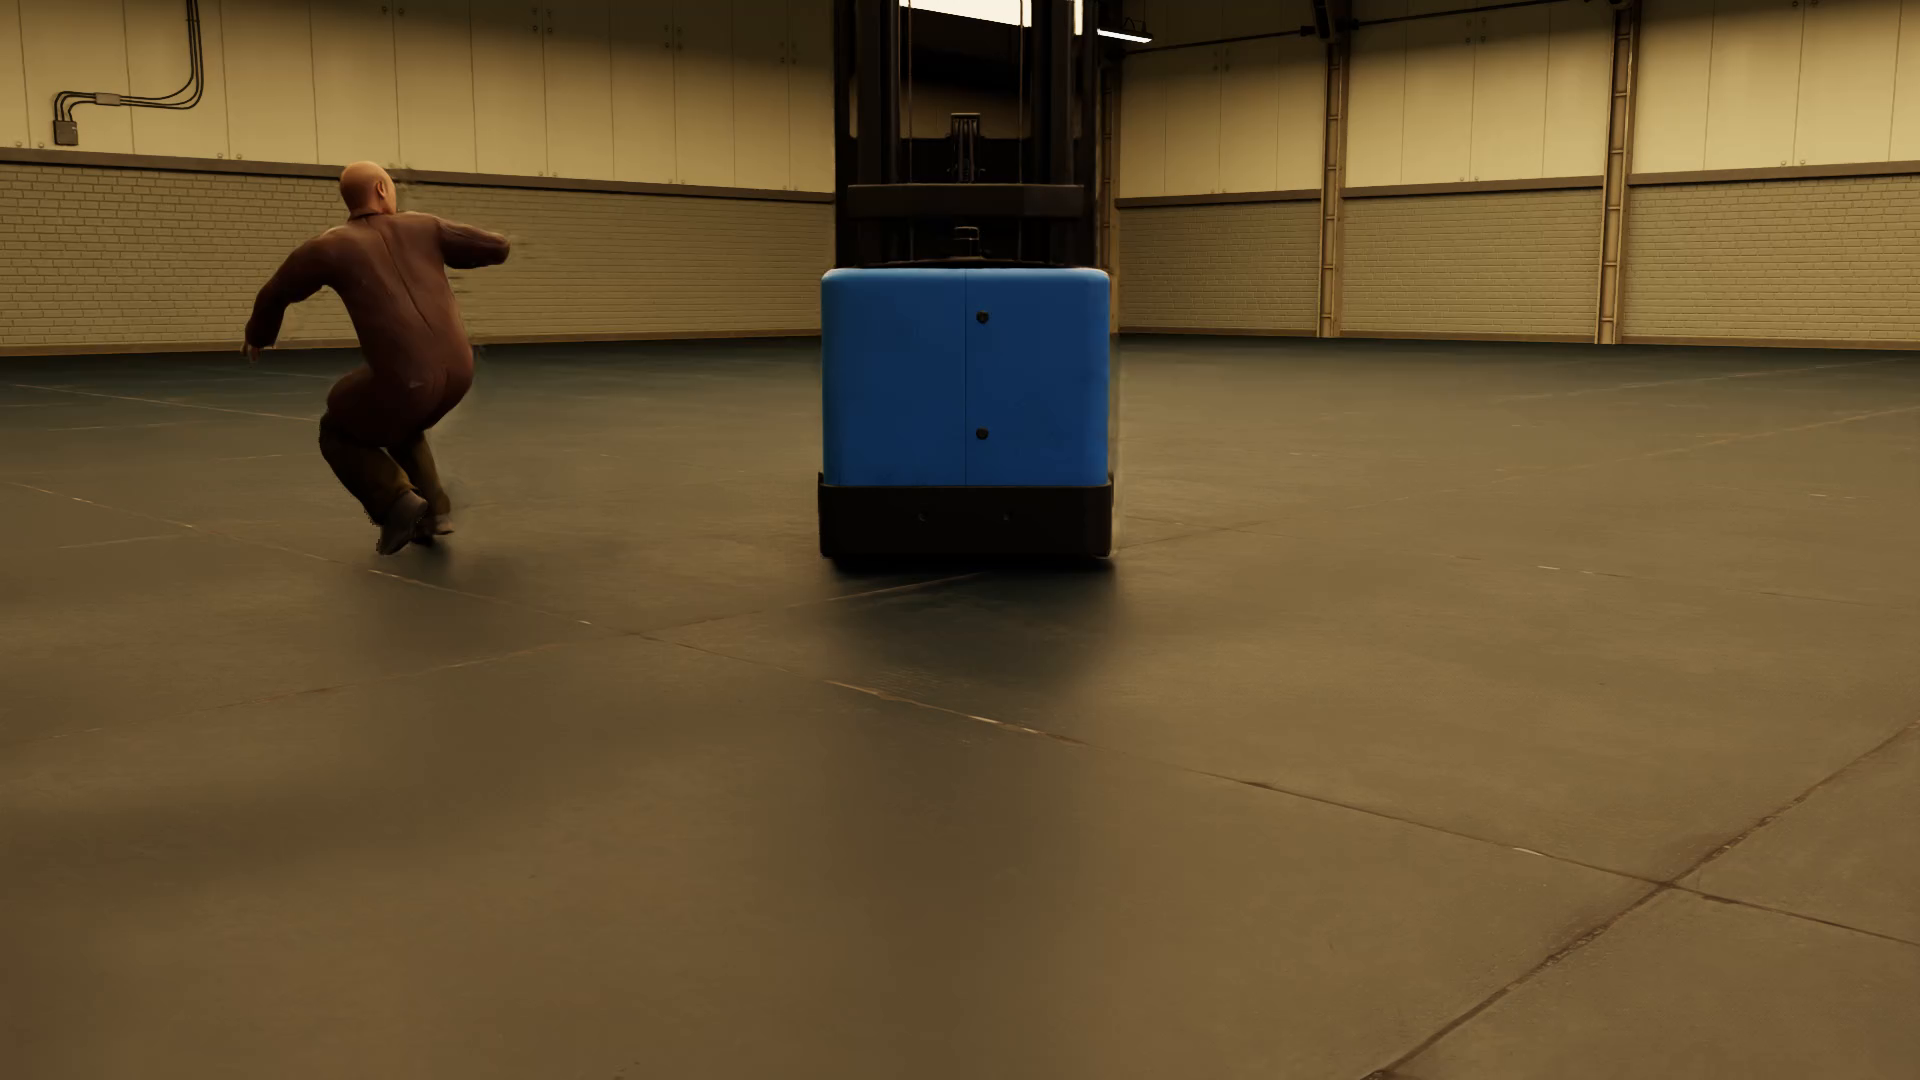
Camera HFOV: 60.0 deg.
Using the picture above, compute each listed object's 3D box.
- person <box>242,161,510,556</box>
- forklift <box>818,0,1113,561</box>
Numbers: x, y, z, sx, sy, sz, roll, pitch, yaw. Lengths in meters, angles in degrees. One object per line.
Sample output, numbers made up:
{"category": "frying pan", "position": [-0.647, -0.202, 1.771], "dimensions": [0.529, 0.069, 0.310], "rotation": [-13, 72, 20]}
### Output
{"category": "person", "position": [-2.271, -0.708, 6.517], "dimensions": [0.991, 1.498, 0.844], "rotation": [8, 12, 42]}
{"category": "forklift", "position": [0.023, -1.555, 7.199], "dimensions": [1.130, 2.935, 3.031], "rotation": [0, 9, 0]}
